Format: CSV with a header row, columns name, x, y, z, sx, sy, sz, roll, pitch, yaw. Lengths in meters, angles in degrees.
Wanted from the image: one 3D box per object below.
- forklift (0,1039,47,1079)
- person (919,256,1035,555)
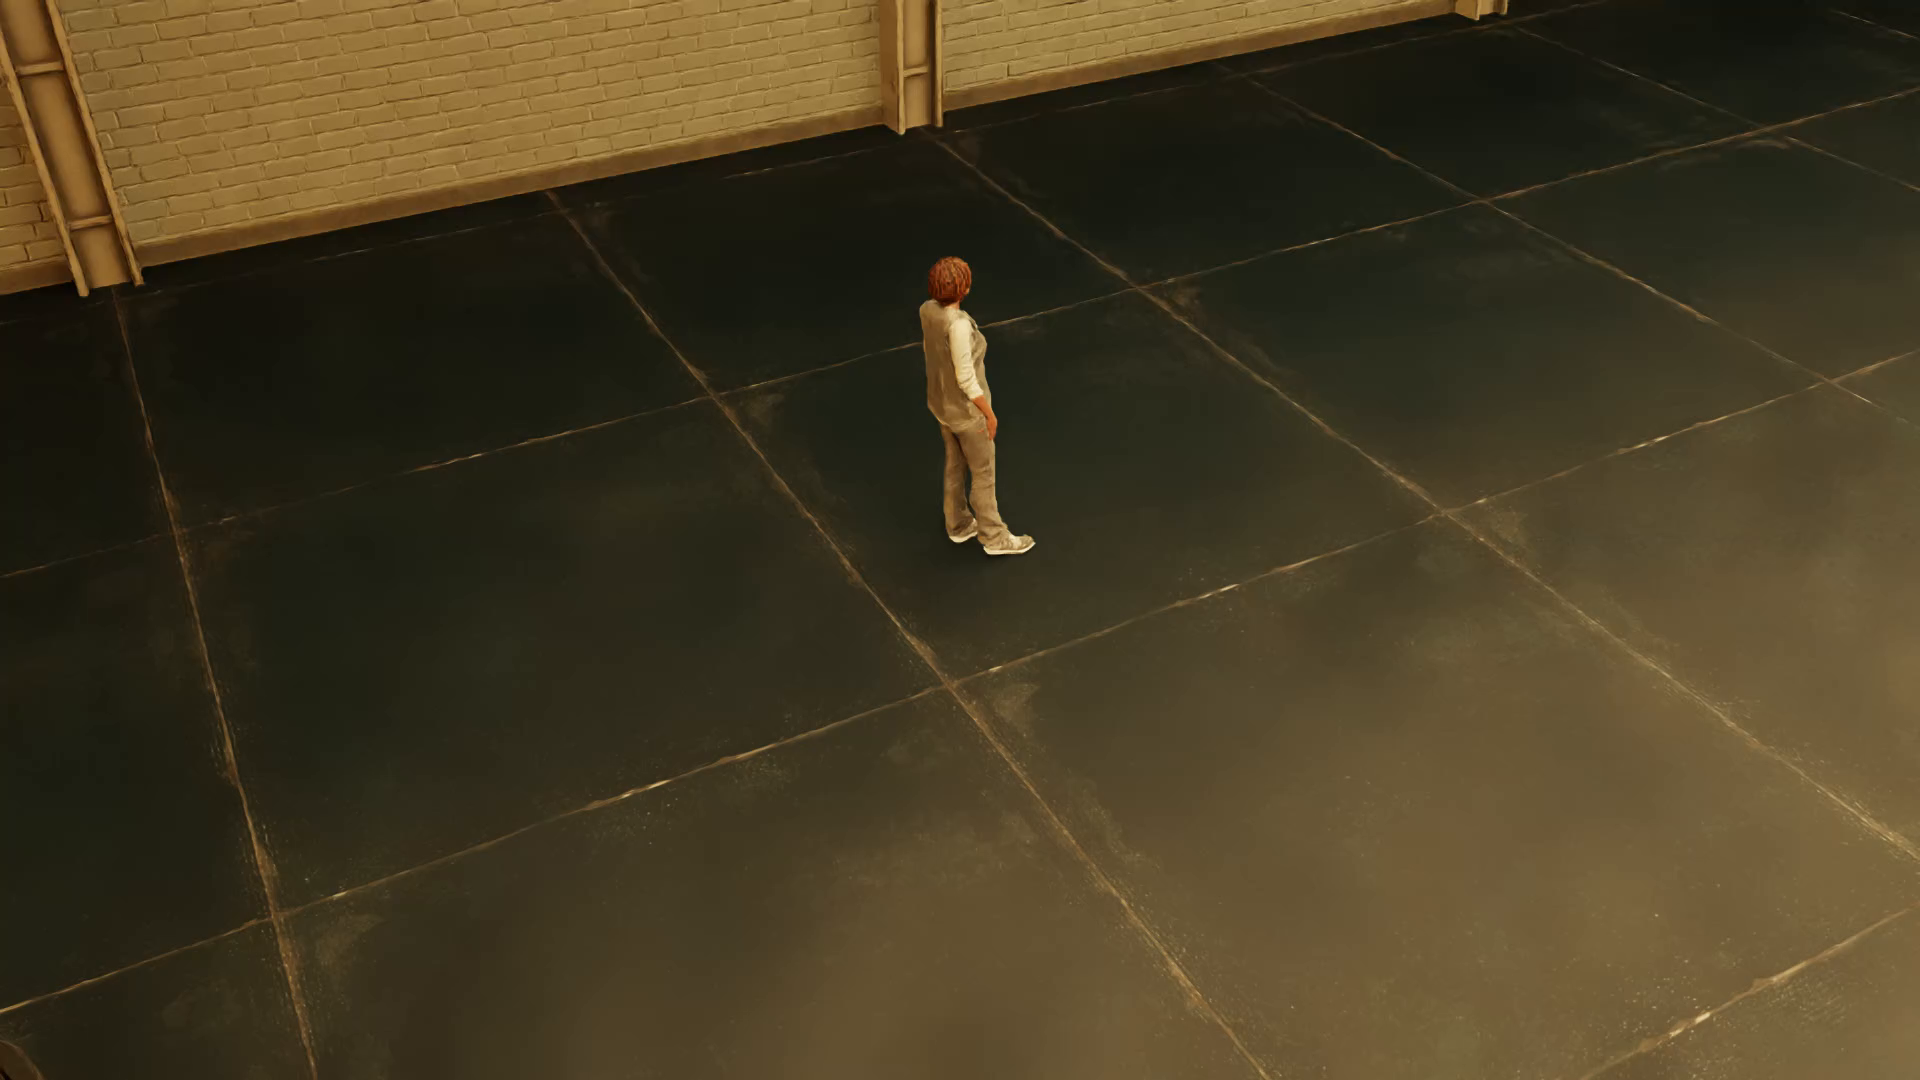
name,x,y,z,sx,sy,sz,roll,pitch,yaw
forklift,-2.007,2.301,2.868,1.130,2.935,3.031,11,37,15
person,0.072,-0.671,8.216,0.474,1.597,0.521,-17,39,-23
